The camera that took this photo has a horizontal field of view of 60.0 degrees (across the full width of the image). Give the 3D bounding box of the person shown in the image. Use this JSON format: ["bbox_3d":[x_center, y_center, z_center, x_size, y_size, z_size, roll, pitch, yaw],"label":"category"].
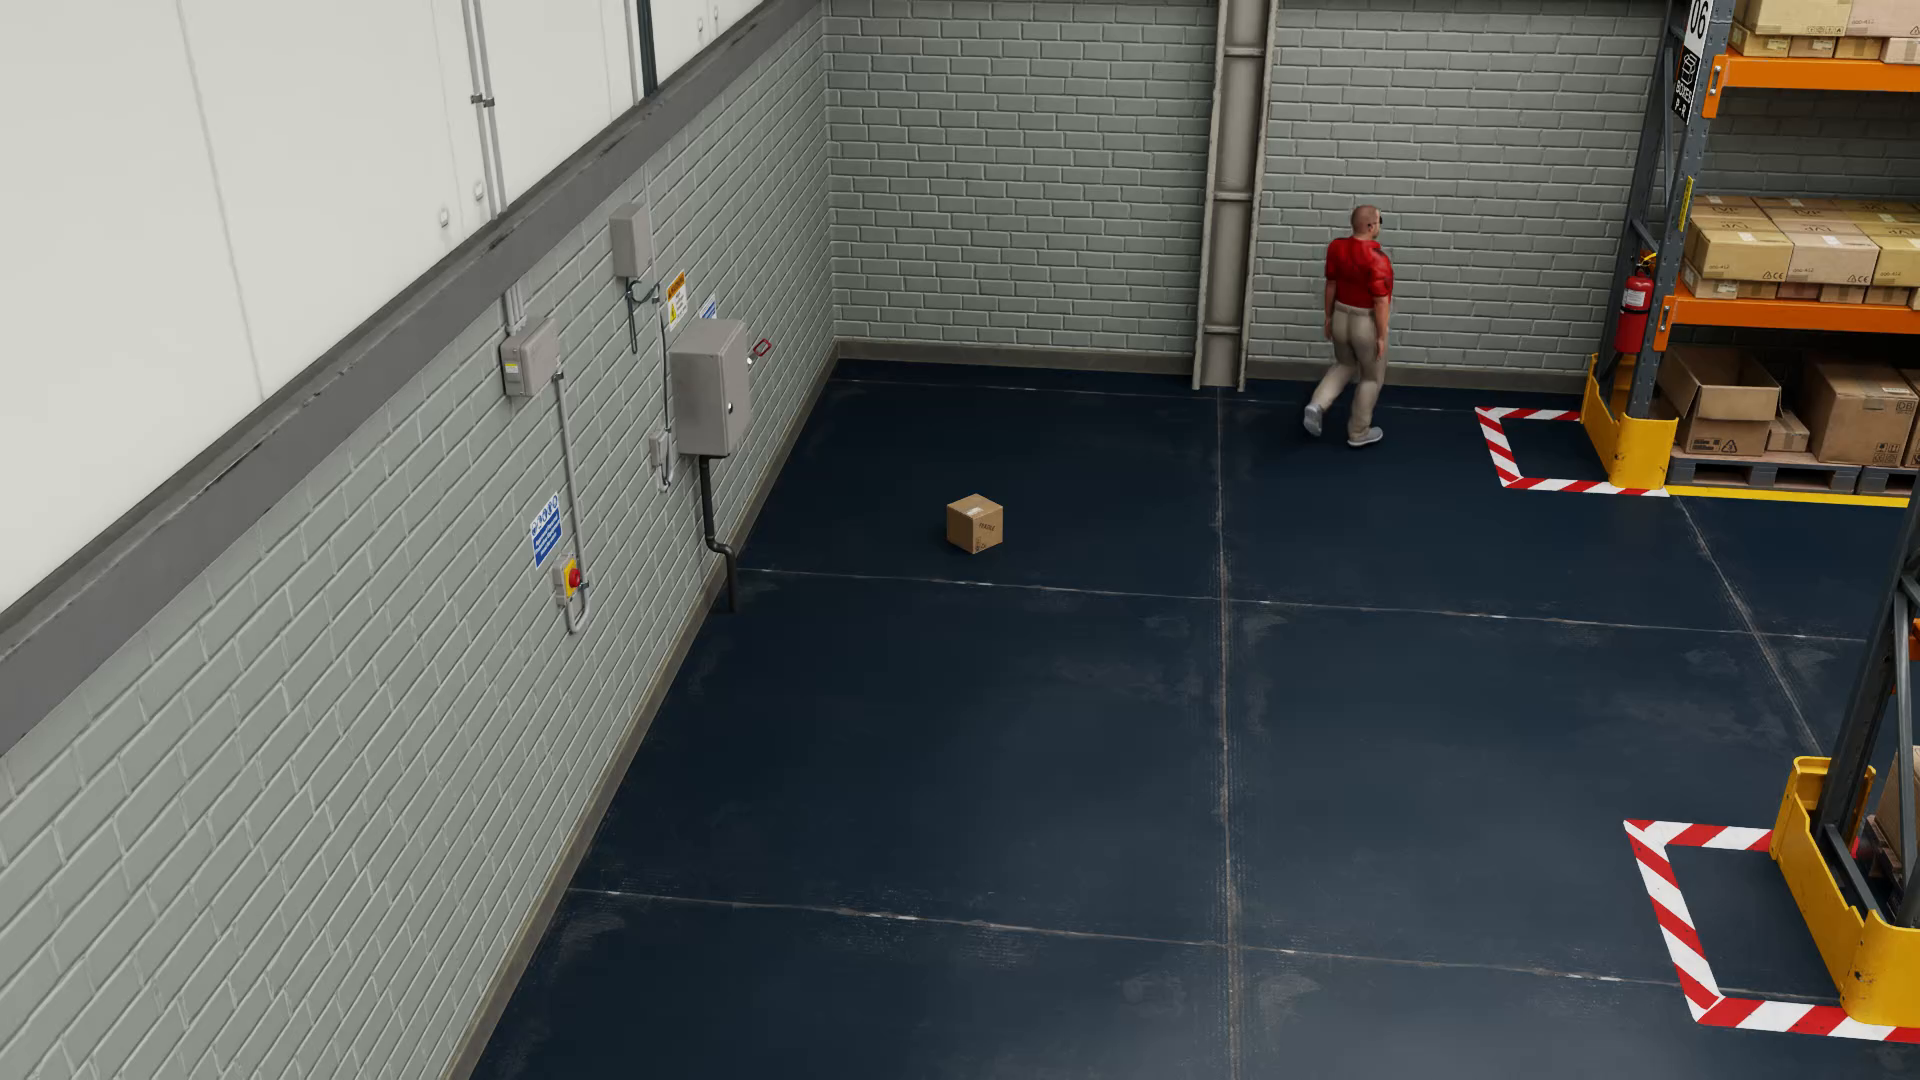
[{"bbox_3d":[2.692,-1.450,11.308,0.586,1.709,0.543,-21,34,-33],"label":"person"}]
